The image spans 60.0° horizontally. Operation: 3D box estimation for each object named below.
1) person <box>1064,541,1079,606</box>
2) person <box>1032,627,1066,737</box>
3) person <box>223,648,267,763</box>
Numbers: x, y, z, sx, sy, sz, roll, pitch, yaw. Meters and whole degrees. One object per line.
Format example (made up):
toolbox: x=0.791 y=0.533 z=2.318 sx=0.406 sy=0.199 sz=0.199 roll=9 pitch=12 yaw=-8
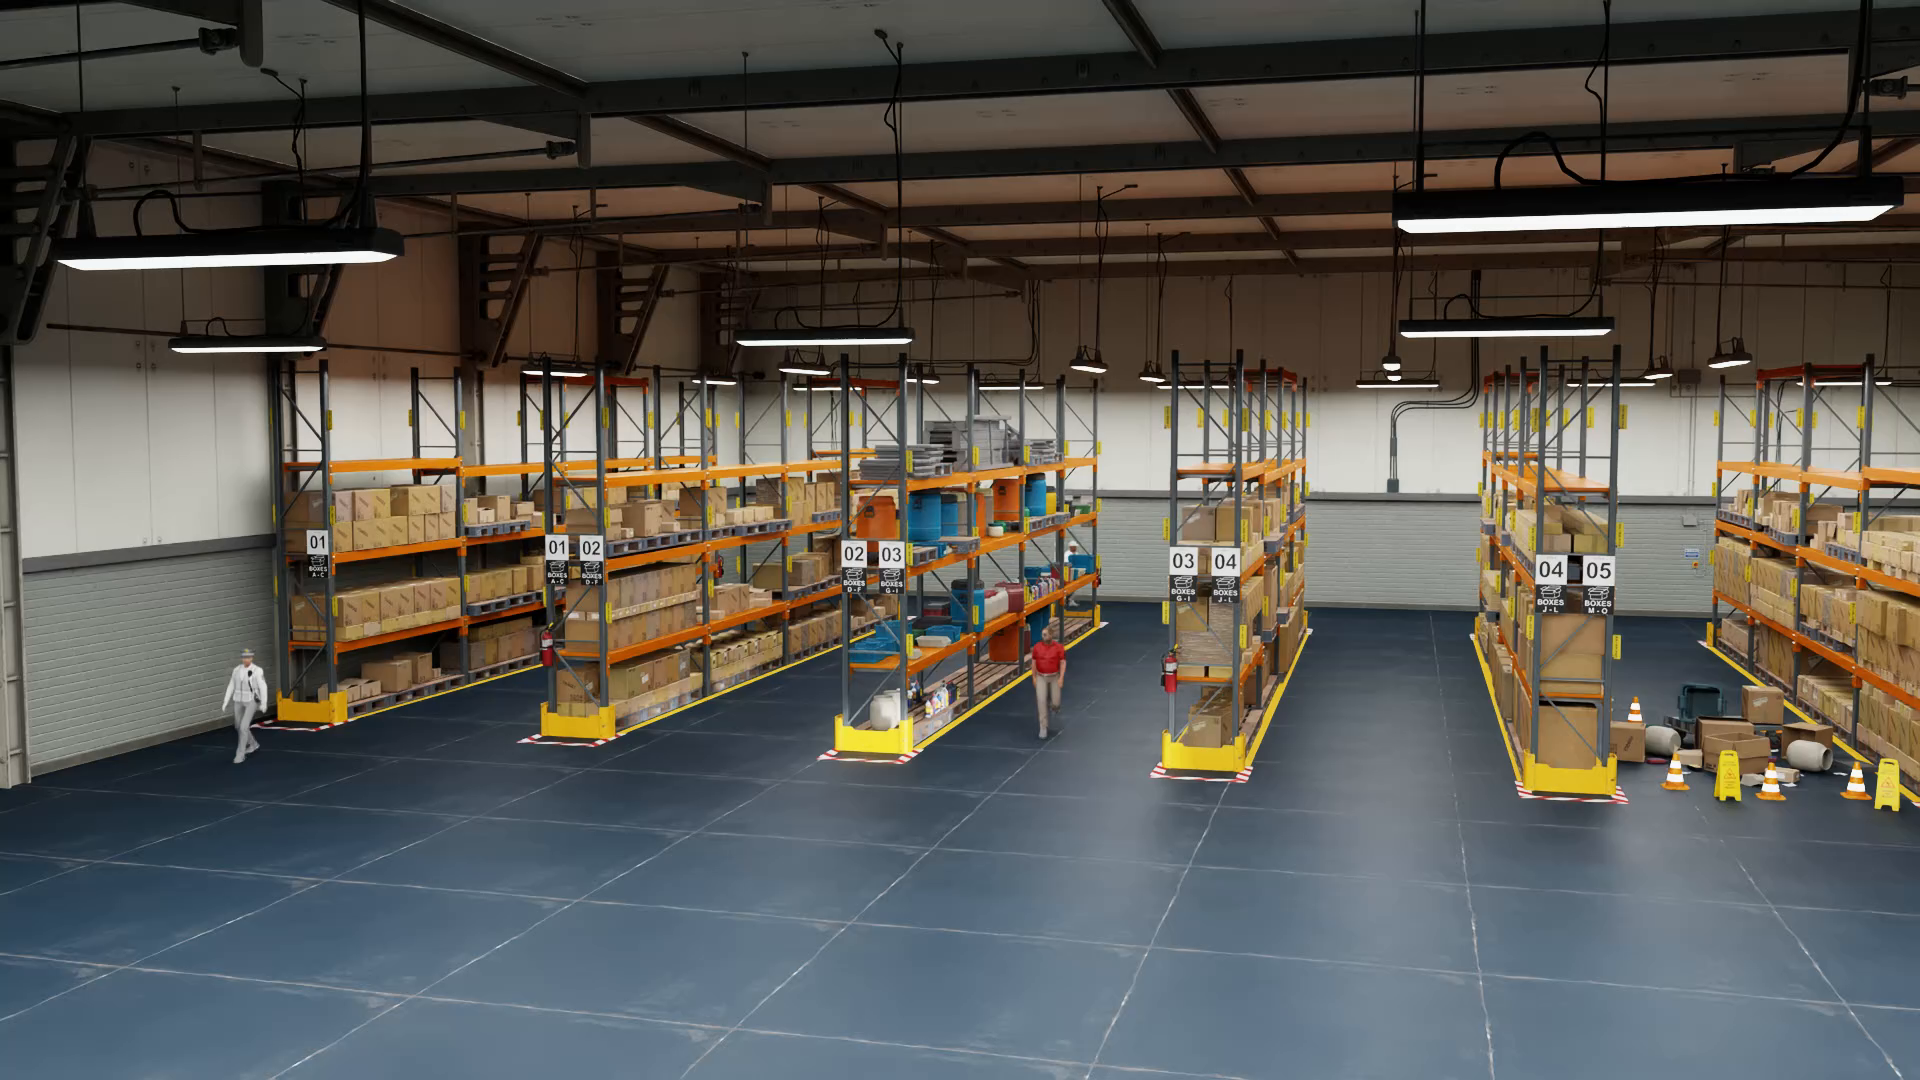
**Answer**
person: x=2.951 y=0.900 z=44.544 sx=0.515 sy=1.757 sz=0.606 roll=2 pitch=5 yaw=25
person: x=1.413 y=2.231 z=26.504 sx=0.563 sy=1.688 sz=0.939 roll=1 pitch=4 yaw=7
person: x=-10.560 y=2.431 z=24.616 sx=0.561 sy=1.689 sz=0.686 roll=0 pitch=4 yaw=6
